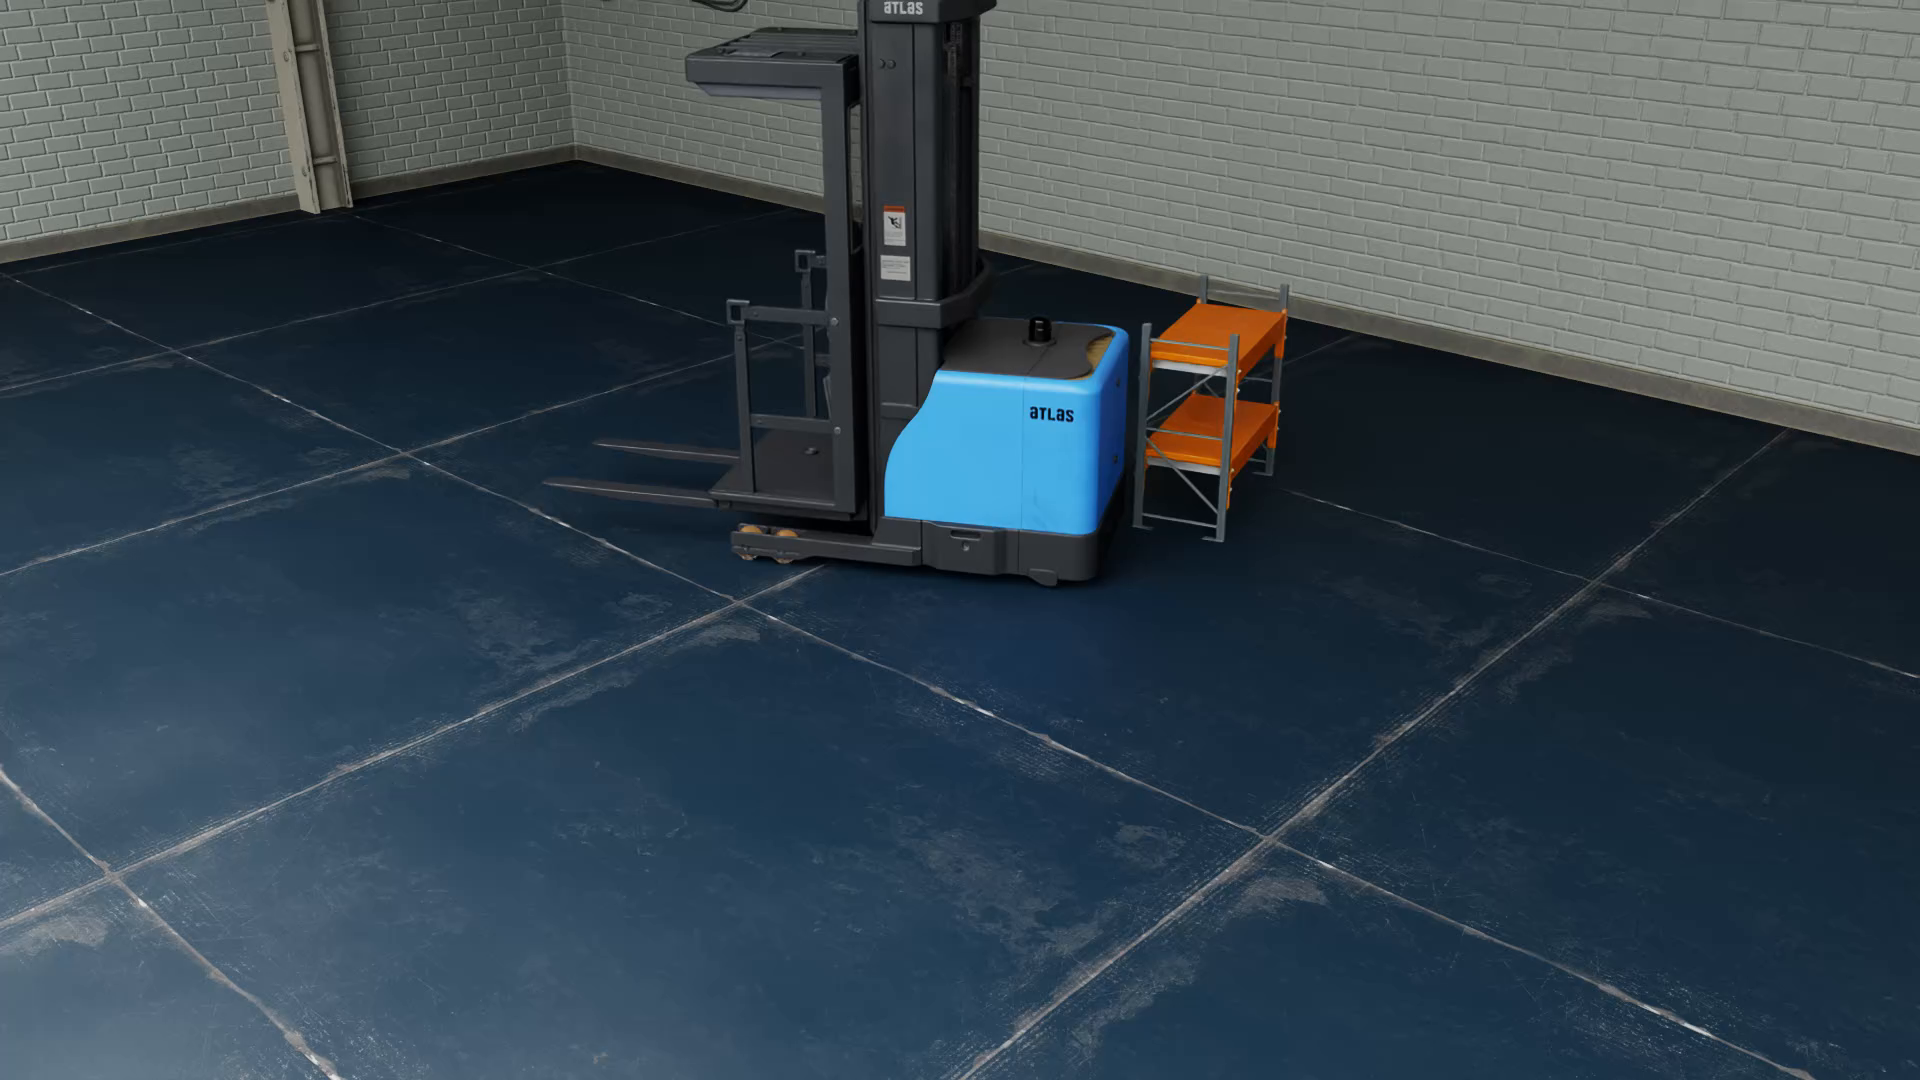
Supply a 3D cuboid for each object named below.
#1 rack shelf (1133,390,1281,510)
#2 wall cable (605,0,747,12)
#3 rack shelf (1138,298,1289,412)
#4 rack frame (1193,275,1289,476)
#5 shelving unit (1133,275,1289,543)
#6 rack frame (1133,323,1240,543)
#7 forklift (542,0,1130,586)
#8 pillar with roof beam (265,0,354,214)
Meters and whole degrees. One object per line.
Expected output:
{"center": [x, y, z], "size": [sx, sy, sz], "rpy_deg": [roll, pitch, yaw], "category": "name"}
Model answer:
{"center": [1.366, -0.513, 9.116], "size": [0.538, 0.278, 1.000], "rpy_deg": [10, 26, 22], "category": "rack shelf"}
{"center": [-3.063, -6.380, 15.777], "size": [3.097, 2.526, 0.112], "rpy_deg": [20, 31, 38], "category": "wall cable"}
{"center": [1.366, -1.003, 8.896], "size": [0.538, 0.278, 1.000], "rpy_deg": [10, 26, 22], "category": "rack shelf"}
{"center": [1.574, -0.926, 9.439], "size": [0.500, 1.125, 0.032], "rpy_deg": [10, 26, 22], "category": "rack frame"}
{"center": [1.366, -0.736, 9.016], "size": [0.538, 1.125, 1.048], "rpy_deg": [10, 26, 22], "category": "shelving unit"}
{"center": [1.159, -0.546, 8.592], "size": [0.500, 1.125, 0.032], "rpy_deg": [10, 26, 22], "category": "rack frame"}
{"center": [-0.686, -1.421, 8.337], "size": [3.031, 2.935, 1.130], "rpy_deg": [6, 25, 13], "category": "forklift"}
{"center": [-2.808, -6.085, 11.323], "size": [9.100, 9.000, 0.400], "rpy_deg": [20, 31, 38], "category": "pillar with roof beam"}
